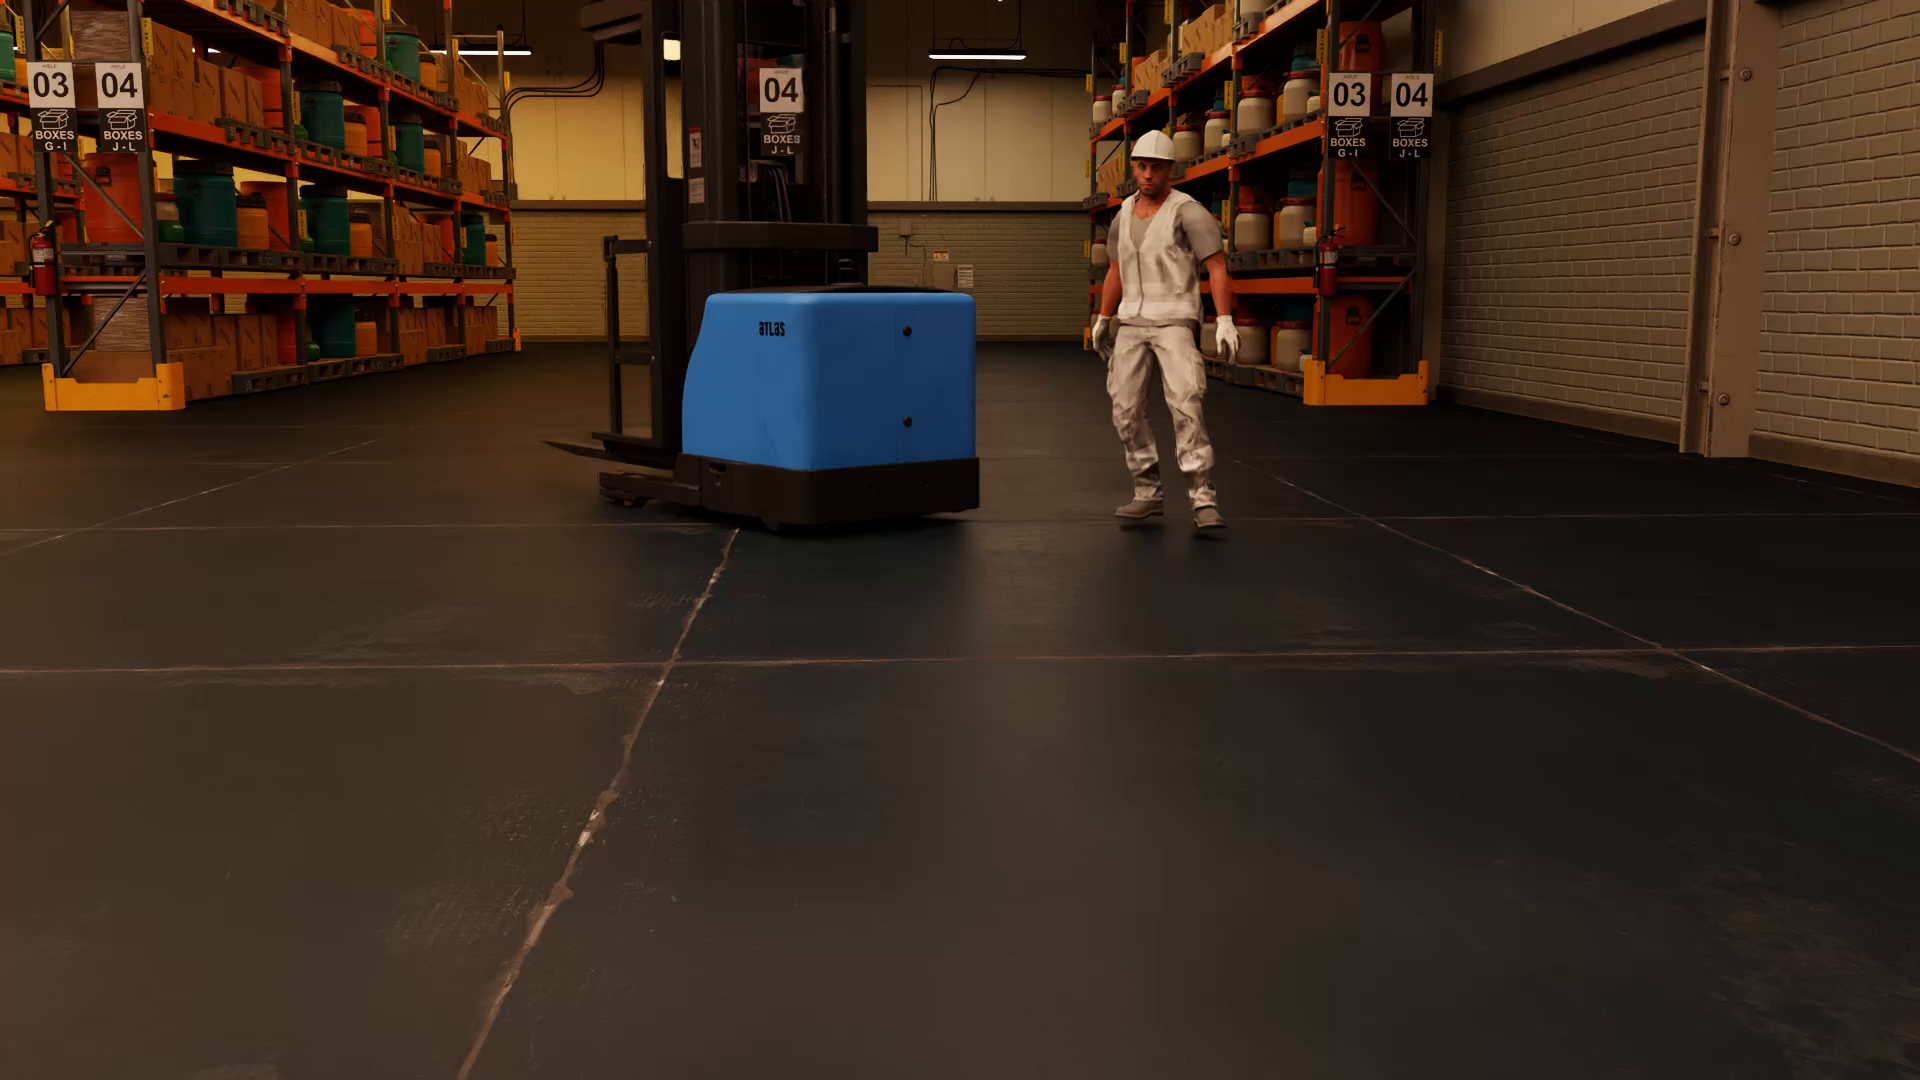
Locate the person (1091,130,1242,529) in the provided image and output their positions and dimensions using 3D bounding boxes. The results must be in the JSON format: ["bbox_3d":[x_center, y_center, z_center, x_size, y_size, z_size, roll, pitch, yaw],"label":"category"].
[{"bbox_3d":[0.894,-0.953,7.520,0.865,1.748,0.428,7,11,40],"label":"person"}]

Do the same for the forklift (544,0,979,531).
[{"bbox_3d":[-1.216,-1.659,8.506,1.130,2.935,3.031,-7,11,-38],"label":"forklift"}]
